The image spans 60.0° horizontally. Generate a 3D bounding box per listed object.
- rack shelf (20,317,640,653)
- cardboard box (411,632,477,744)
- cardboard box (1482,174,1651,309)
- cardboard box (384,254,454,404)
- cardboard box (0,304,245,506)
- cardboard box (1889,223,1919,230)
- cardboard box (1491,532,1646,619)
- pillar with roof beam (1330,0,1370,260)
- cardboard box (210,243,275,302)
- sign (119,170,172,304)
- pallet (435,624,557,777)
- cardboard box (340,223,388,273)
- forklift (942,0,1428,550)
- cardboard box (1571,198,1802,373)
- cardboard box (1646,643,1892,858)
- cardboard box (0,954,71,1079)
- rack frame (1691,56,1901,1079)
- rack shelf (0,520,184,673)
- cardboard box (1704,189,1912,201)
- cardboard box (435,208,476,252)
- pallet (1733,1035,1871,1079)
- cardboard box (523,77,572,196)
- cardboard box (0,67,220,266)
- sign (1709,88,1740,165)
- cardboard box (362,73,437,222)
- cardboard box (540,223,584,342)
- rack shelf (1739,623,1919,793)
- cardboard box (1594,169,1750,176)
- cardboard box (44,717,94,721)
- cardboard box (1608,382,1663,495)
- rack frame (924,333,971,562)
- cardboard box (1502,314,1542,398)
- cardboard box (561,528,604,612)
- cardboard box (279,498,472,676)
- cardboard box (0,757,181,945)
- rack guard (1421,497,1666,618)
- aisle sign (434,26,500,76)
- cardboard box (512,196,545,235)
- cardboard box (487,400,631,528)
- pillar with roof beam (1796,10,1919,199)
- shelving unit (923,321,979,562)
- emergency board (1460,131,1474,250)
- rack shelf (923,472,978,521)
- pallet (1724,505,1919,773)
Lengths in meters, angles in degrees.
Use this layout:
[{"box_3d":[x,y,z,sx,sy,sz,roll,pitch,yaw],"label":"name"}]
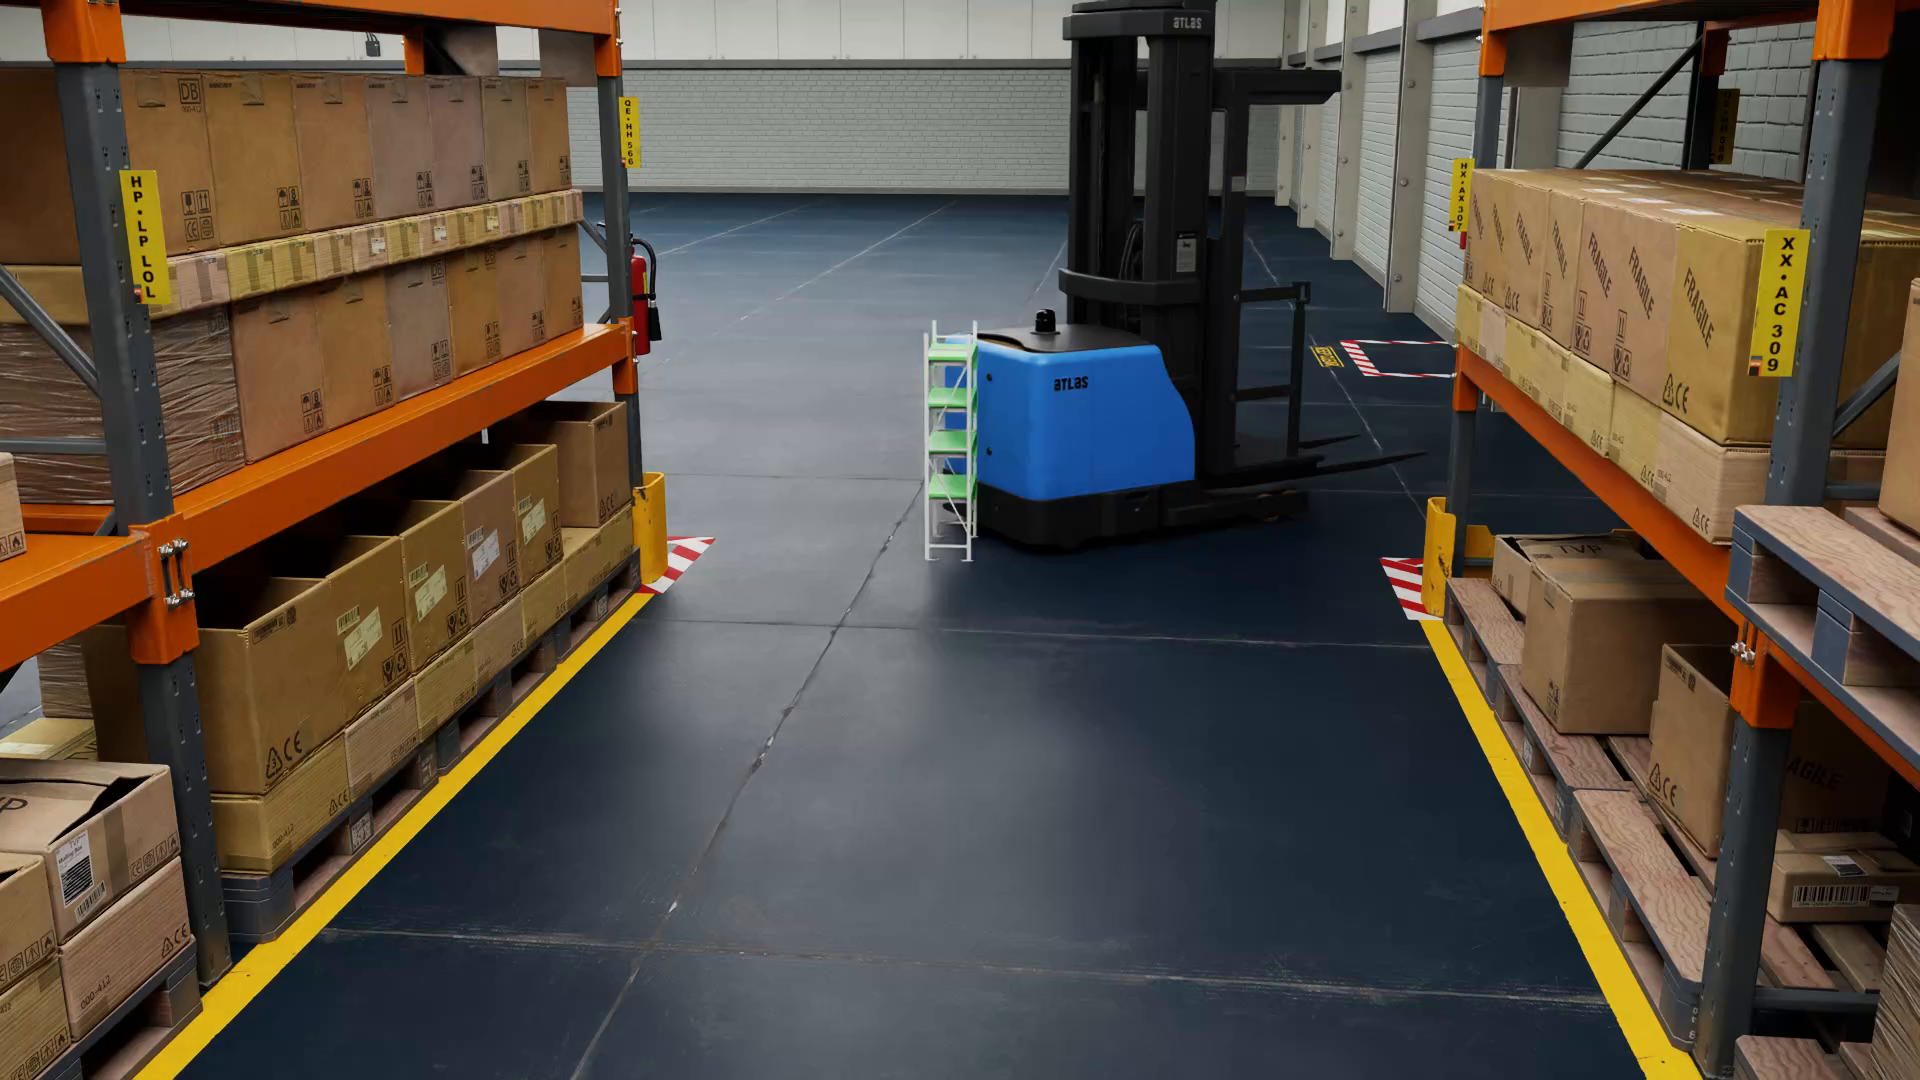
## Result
[{"box_3d":[-2.330,-0.411,6.312,1.077,0.370,4.000,2,15,6],"label":"rack shelf"},{"box_3d":[-2.079,0.515,5.974,0.500,0.250,0.500,2,15,6],"label":"cardboard box"},{"box_3d":[2.400,-1.188,6.622,0.500,0.500,0.500,2,15,6],"label":"cardboard box"},{"box_3d":[-2.342,-0.803,6.192,0.700,0.500,0.500,2,15,8],"label":"cardboard box"},{"box_3d":[-2.512,-0.403,4.713,0.700,0.500,0.500,1,15,5],"label":"cardboard box"},{"box_3d":[2.628,-0.509,4.111,0.500,0.500,0.500,1,15,5],"label":"cardboard box"},{"box_3d":[2.651,0.131,7.241,0.500,0.311,0.500,0,15,0],"label":"cardboard box"},{"box_3d":[1.352,-8.616,23.786,9.100,9.000,0.400,2,15,6],"label":"pillar with roof beam"},{"box_3d":[-2.277,-0.797,4.928,0.380,0.149,0.250,1,15,5],"label":"cardboard box"},{"box_3d":[-2.015,-0.746,4.110,0.100,0.325,0.005,2,15,6],"label":"sign"},{"box_3d":[-2.289,0.584,6.596,1.003,0.211,1.213,2,15,6],"label":"pallet"},{"box_3d":[-2.191,-0.999,5.676,0.380,0.149,0.250,1,15,5],"label":"cardboard box"},{"box_3d":[1.433,-1.625,9.555,3.031,2.935,1.130,-9,17,-29],"label":"forklift"},{"box_3d":[2.231,-0.785,5.132,0.500,0.500,0.500,1,15,5],"label":"cardboard box"},{"box_3d":[2.444,0.630,5.033,0.500,0.500,0.500,1,15,2],"label":"cardboard box"},{"box_3d":[-2.373,1.133,3.690,0.500,0.250,0.500,1,15,5],"label":"cardboard box"},{"box_3d":[2.367,-0.094,3.764,1.000,3.000,0.127,2,15,6],"label":"rack frame"},{"box_3d":[-2.781,0.627,2.476,1.077,0.370,4.000,2,15,6],"label":"rack shelf"},{"box_3d":[2.799,-0.907,5.584,0.500,0.500,0.500,2,15,7],"label":"cardboard box"},{"box_3d":[-2.103,-1.197,6.410,0.380,0.149,0.250,2,15,8],"label":"cardboard box"},{"box_3d":[2.281,1.454,3.381,1.003,0.211,1.213,2,15,6],"label":"pallet"},{"box_3d":[-2.176,-1.817,7.457,0.700,0.500,0.500,2,15,6],"label":"cardboard box"},{"box_3d":[-2.512,-1.029,4.544,0.700,0.500,0.500,2,15,7],"label":"cardboard box"},{"box_3d":[3.368,-1.822,7.329,0.100,0.325,0.005,2,15,6],"label":"sign"},{"box_3d":[-2.342,-1.420,5.988,0.700,0.500,0.500,2,15,6],"label":"cardboard box"},{"box_3d":[-2.170,-1.204,7.677,0.700,0.500,0.500,2,15,6],"label":"cardboard box"},{"box_3d":[2.141,0.772,1.940,1.077,0.370,4.000,2,15,6],"label":"rack shelf"},{"box_3d":[2.976,-1.302,7.045,0.500,0.500,0.500,2,15,6],"label":"cardboard box"},{"box_3d":[-2.654,0.629,5.551,0.500,0.250,0.500,2,15,6],"label":"cardboard box"},{"box_3d":[2.184,-0.292,4.746,0.500,0.250,0.500,2,15,7],"label":"cardboard box"},{"box_3d":[-0.062,-0.467,8.589,0.240,1.200,0.015,1,15,4],"label":"rack frame"},{"box_3d":[2.340,-0.685,6.197,0.500,0.250,0.500,1,15,5],"label":"cardboard box"},{"box_3d":[-1.916,0.126,7.414,0.500,0.250,0.500,2,15,6],"label":"cardboard box"},{"box_3d":[-2.079,0.153,5.876,0.500,0.500,0.500,2,15,6],"label":"cardboard box"},{"box_3d":[-2.316,0.728,4.111,0.500,0.311,0.500,2,15,6],"label":"cardboard box"},{"box_3d":[2.810,0.095,7.854,1.175,0.500,0.348,2,15,6],"label":"rack guard"},{"box_3d":[-2.401,-2.558,7.894,0.394,0.787,0.004,2,15,6],"label":"aisle sign"},{"box_3d":[-2.015,-1.399,7.155,0.380,0.149,0.250,1,15,5],"label":"cardboard box"},{"box_3d":[-1.869,-0.366,7.796,0.500,0.500,0.500,2,15,6],"label":"cardboard box"},{"box_3d":[-0.679,-3.947,6.521,9.100,9.000,0.400,2,15,6],"label":"pillar with roof beam"},{"box_3d":[-0.046,-0.530,8.824,0.258,1.200,0.503,1,15,4],"label":"shelving unit"},{"box_3d":[4.593,-3.121,14.956,0.194,1.169,0.643,2,15,6],"label":"emergency board"},{"box_3d":[-0.046,-0.237,8.904,0.258,0.148,0.480,1,15,4],"label":"rack shelf"},{"box_3d":[2.136,0.192,3.072,1.003,0.211,1.213,2,15,6],"label":"pallet"}]
